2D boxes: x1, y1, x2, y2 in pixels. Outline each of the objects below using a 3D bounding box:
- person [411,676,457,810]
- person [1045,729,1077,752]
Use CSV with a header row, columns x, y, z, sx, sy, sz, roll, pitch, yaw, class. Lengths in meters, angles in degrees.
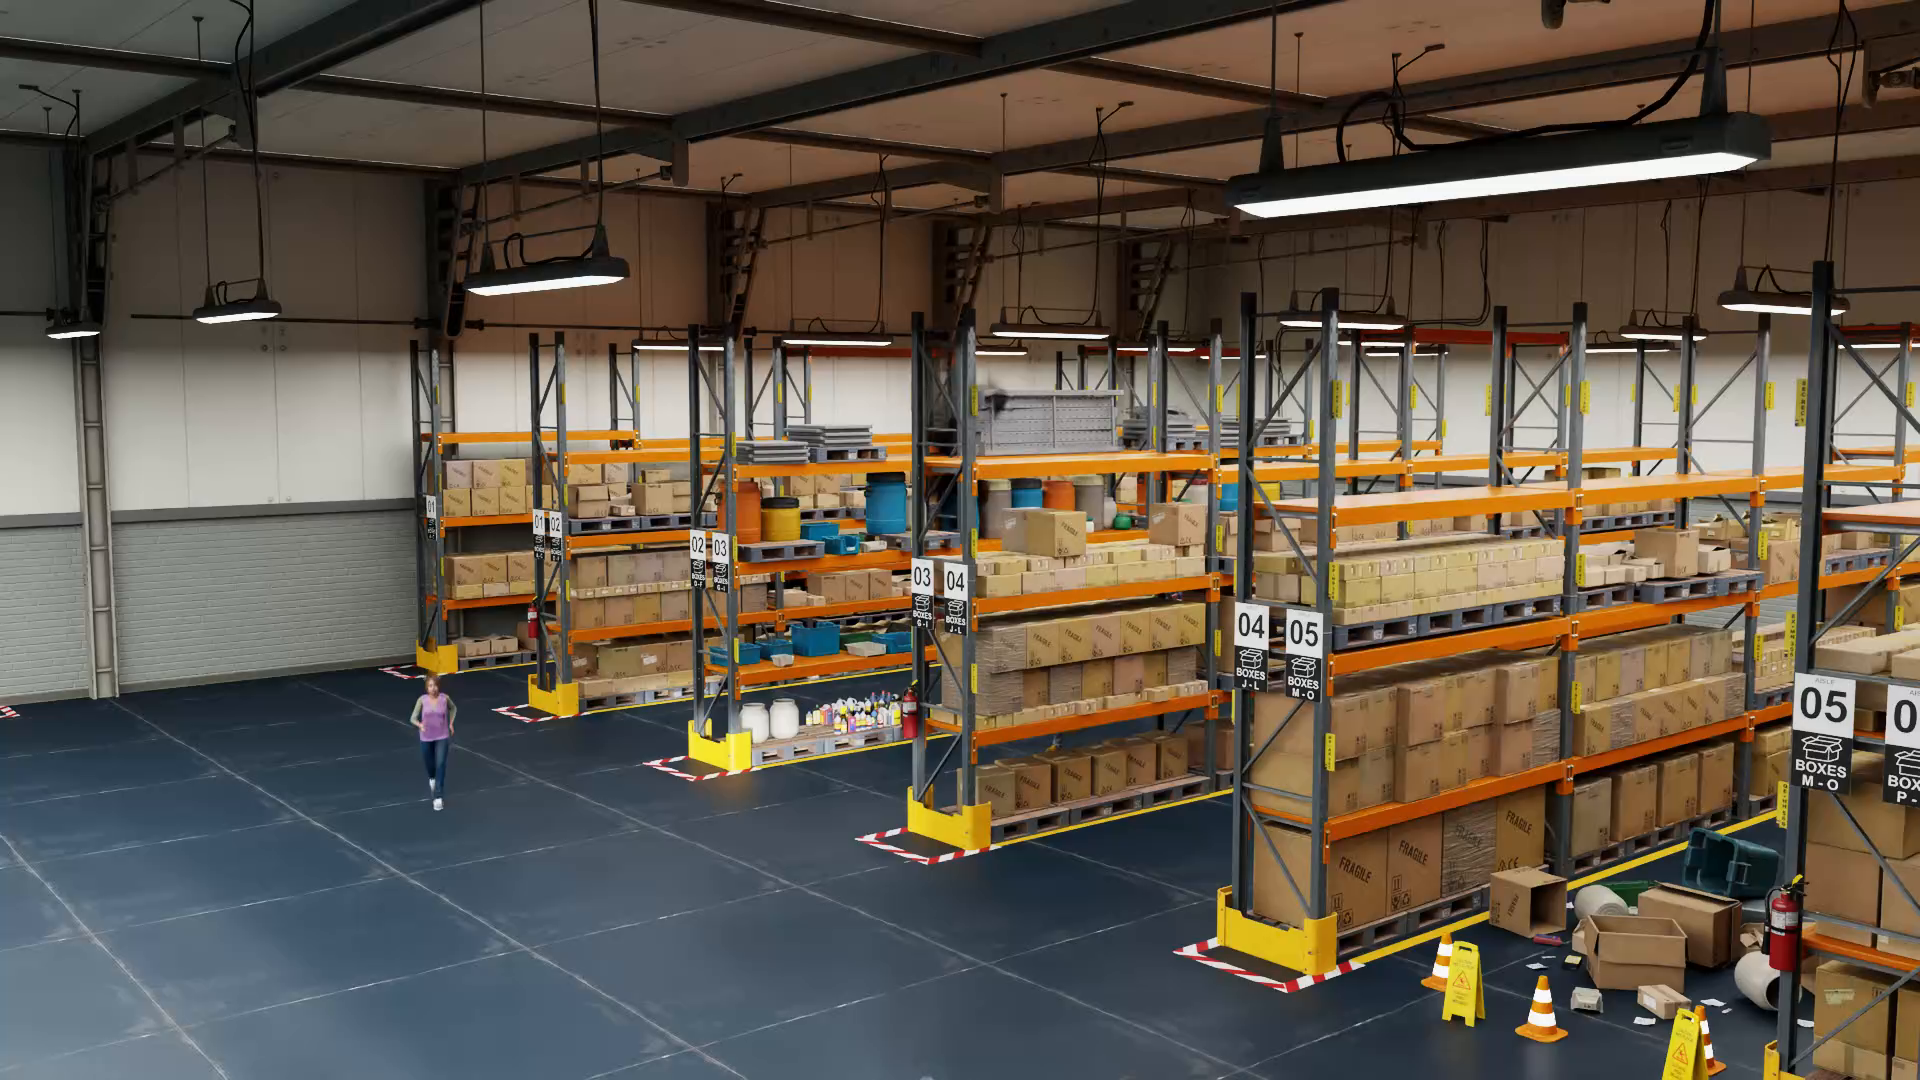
x,y,z,sx,sy,sz,roll,pitch,yaw,class
-6.490,2.464,20.538,0.547,1.593,0.883,-2,6,-16,person
1.421,1.956,22.195,0.700,1.749,0.801,5,7,42,person
